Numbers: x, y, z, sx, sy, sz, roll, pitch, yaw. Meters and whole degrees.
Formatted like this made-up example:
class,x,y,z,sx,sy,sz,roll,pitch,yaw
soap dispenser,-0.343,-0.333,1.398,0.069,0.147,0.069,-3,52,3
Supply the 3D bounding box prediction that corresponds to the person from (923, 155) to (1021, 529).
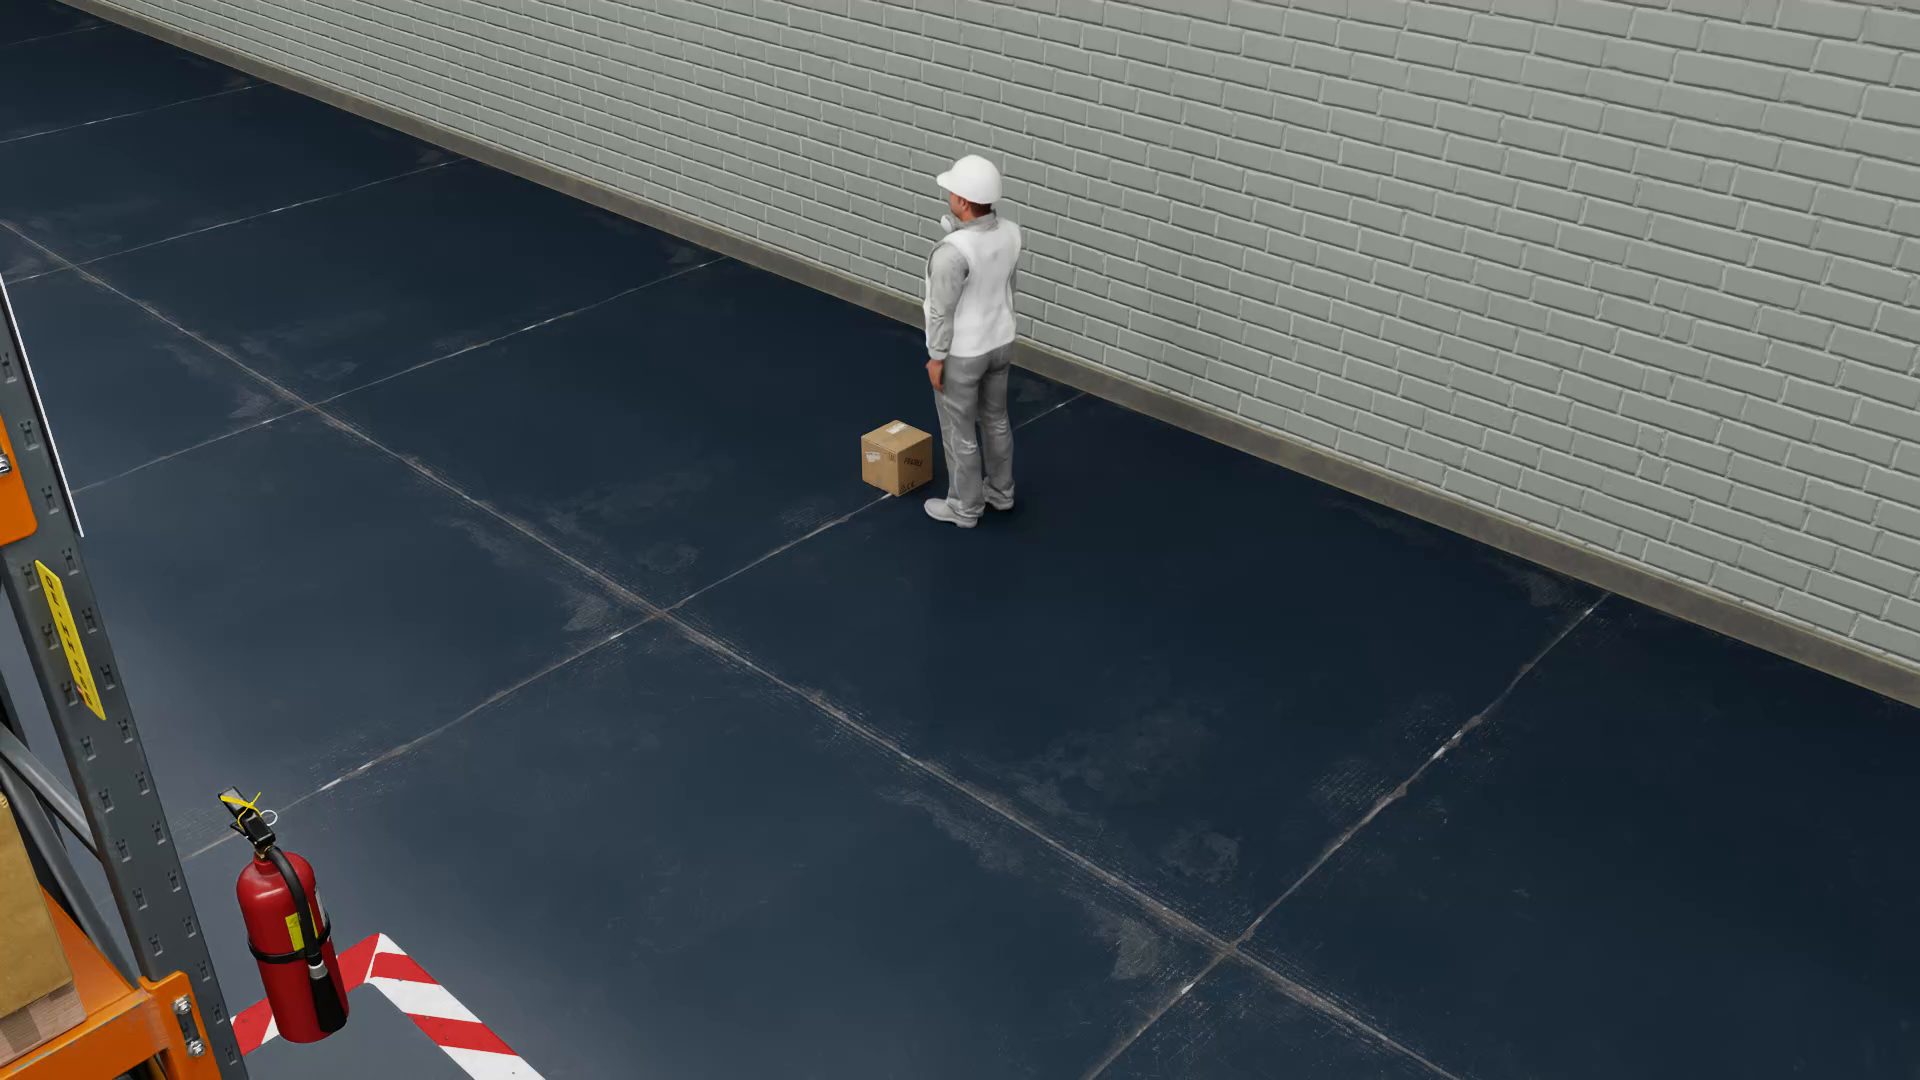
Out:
class,x,y,z,sx,sy,sz,roll,pitch,yaw
person,0.035,-0.884,7.575,0.357,1.787,0.533,26,40,36
